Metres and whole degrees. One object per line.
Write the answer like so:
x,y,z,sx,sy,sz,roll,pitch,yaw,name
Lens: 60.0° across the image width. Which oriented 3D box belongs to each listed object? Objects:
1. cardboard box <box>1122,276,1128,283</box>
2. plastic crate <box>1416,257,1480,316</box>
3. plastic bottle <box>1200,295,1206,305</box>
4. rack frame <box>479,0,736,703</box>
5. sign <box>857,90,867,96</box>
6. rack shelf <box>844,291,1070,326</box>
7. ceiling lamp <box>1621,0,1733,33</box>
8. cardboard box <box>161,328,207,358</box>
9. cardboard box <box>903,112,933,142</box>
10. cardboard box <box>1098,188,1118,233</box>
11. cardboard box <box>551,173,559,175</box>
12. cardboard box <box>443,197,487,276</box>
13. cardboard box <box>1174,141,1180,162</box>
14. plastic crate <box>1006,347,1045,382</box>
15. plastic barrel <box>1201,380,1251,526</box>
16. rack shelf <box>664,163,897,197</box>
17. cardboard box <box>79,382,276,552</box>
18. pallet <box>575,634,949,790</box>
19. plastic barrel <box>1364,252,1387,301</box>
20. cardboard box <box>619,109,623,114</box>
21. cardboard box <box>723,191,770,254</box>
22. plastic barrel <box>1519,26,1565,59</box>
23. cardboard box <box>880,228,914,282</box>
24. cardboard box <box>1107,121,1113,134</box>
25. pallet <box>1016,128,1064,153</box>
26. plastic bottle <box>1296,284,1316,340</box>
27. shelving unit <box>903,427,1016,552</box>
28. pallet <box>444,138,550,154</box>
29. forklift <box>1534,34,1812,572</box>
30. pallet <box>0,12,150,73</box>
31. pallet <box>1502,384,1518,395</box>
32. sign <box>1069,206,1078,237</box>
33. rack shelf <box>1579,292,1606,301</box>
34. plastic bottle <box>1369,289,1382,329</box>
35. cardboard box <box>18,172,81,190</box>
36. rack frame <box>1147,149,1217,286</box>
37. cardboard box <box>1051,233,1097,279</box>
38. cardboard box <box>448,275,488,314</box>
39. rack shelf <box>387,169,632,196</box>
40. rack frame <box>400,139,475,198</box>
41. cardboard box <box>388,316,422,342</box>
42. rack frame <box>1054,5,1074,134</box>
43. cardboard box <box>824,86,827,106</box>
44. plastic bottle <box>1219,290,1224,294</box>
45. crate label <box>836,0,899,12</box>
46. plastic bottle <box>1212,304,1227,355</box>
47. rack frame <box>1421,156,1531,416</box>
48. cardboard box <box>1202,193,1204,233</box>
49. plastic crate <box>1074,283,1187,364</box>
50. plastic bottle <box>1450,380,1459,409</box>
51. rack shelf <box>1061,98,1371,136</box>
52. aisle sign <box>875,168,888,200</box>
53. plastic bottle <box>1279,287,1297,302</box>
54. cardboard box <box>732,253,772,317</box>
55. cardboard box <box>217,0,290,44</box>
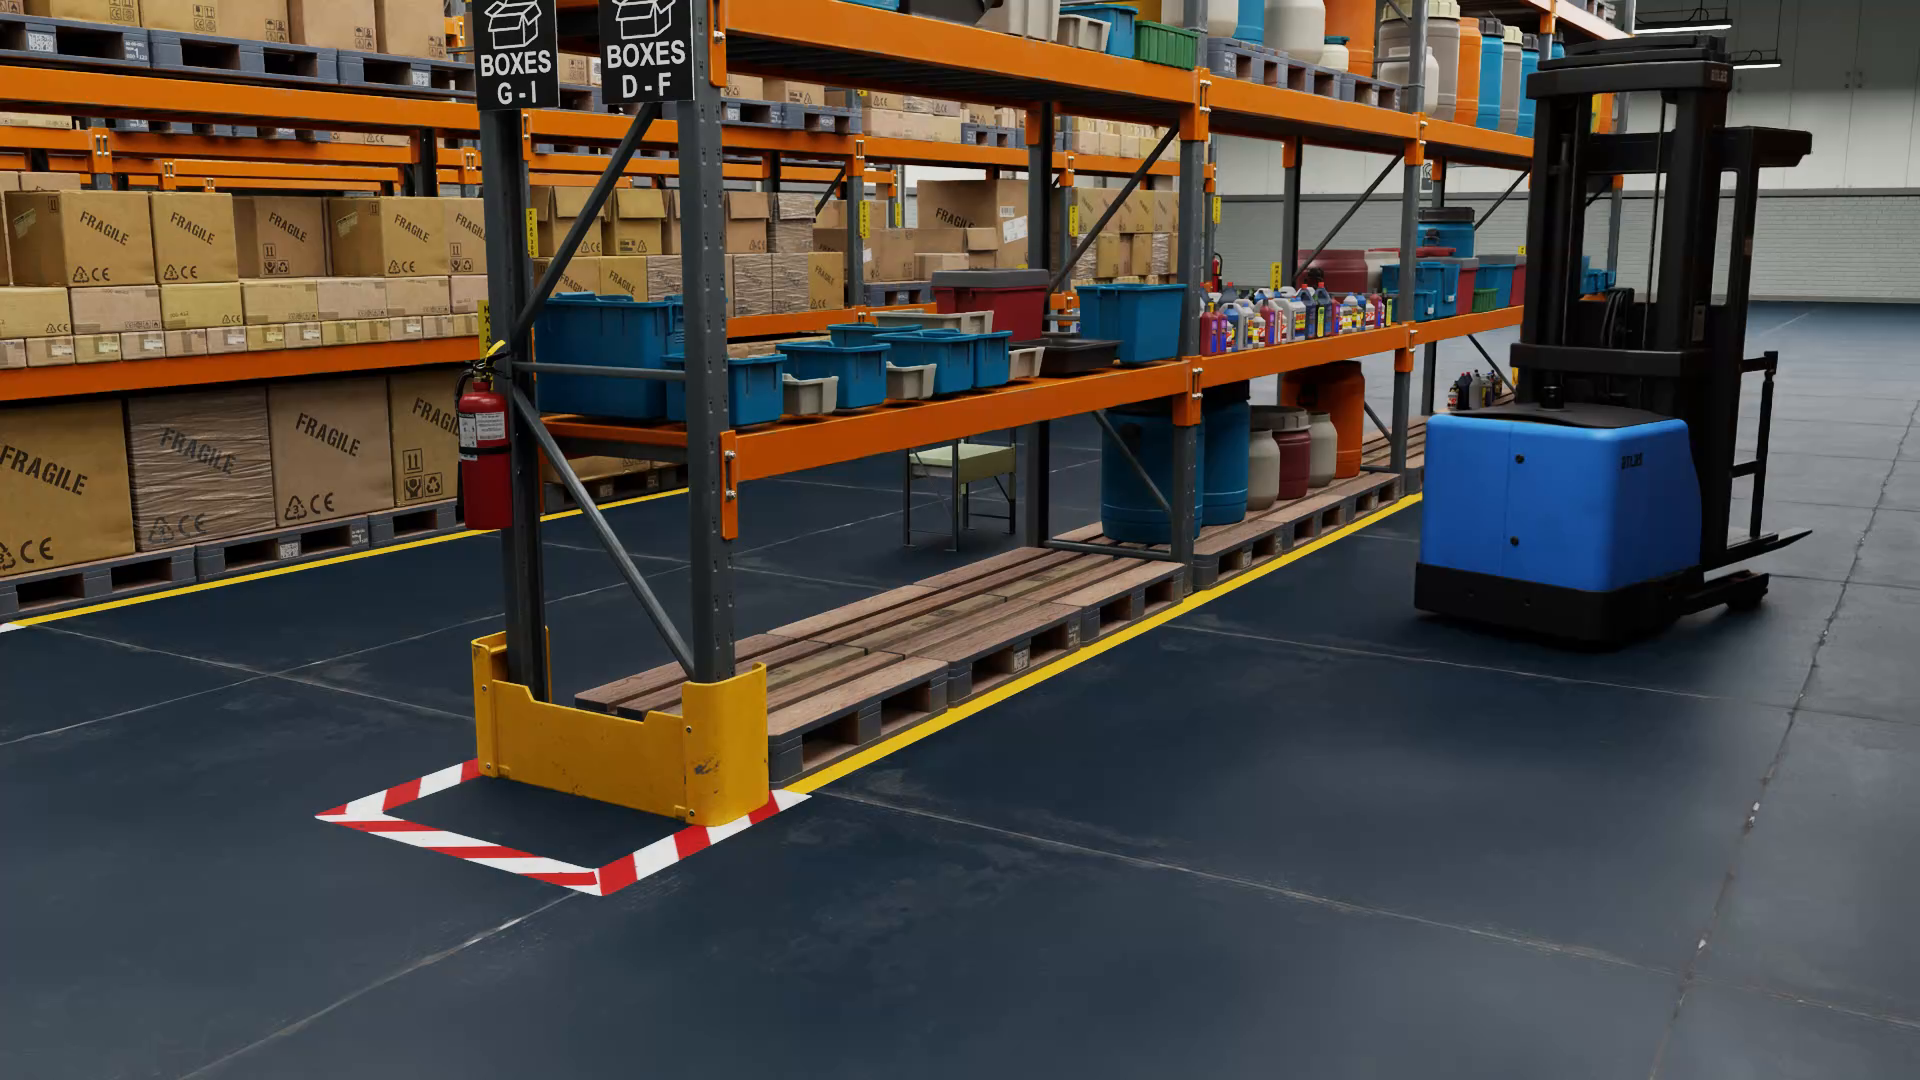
1.754,-3.022,19.544,0.380,0.149,0.250,6,12,31,cardboard box
4.014,-2.096,13.738,0.402,0.464,0.583,6,12,31,plastic crate
1.565,-1.470,10.921,0.097,0.271,0.097,0,11,0,plastic bottle
-1.240,-0.581,5.822,1.000,3.000,0.127,6,12,31,rack frame
-0.850,-4.026,14.450,0.100,0.325,0.005,6,12,31,sign
-0.281,-2.274,16.817,1.077,0.370,4.000,6,12,31,rack shelf
14.237,-11.629,32.669,2.000,3.185,0.800,6,12,31,ceiling lamp
-4.475,-1.117,9.367,0.380,0.149,0.250,6,12,30,cardboard box
-0.591,-3.844,15.504,0.500,0.250,0.500,7,13,32,cardboard box
1.466,-3.754,18.971,0.500,0.500,0.500,6,12,31,cardboard box
-6.271,-5.587,25.091,0.380,0.149,0.250,6,12,29,cardboard box
-3.407,-2.027,11.105,0.500,0.500,0.500,7,13,32,cardboard box
2.544,-4.793,20.573,0.500,0.250,0.500,6,12,31,cardboard box
0.189,-0.808,7.585,0.293,0.136,0.466,6,12,31,plastic crate
1.501,-0.581,10.380,0.600,0.901,0.708,6,12,31,plastic barrel
-2.391,-4.867,22.517,1.077,0.370,4.000,6,12,31,rack shelf
-4.737,-0.468,9.850,0.875,0.875,0.875,6,12,31,cardboard box
-0.779,0.663,6.752,1.003,0.211,1.213,6,12,31,pallet
3.265,-2.077,13.506,0.421,0.512,0.421,0,11,0,plastic barrel
-4.152,-4.821,19.146,0.500,0.311,0.500,6,12,29,cardboard box
-2.054,-2.639,13.817,0.797,0.503,0.637,7,13,32,cardboard box
5.598,-4.542,16.324,0.600,0.901,0.708,6,12,31,plastic barrel
-0.869,-2.754,16.017,0.700,0.500,0.500,9,14,39,cardboard box
1.519,-4.692,18.952,0.380,0.149,0.250,7,13,32,cardboard box
0.345,-4.237,17.708,1.213,0.211,1.003,6,12,31,pallet
2.191,-1.460,10.650,0.144,0.351,0.185,6,12,31,plastic bottle
0.003,-0.738,10.736,0.431,1.500,0.755,6,12,31,shelving unit
-5.218,-4.290,17.996,1.213,0.211,1.003,7,13,33,pallet
3.782,-1.139,8.990,3.031,2.935,1.121,-10,14,-42,forklift
-5.097,-2.603,8.711,1.003,0.211,1.213,6,12,31,pallet
6.641,-1.583,18.753,1.003,0.211,1.213,6,12,31,pallet
1.233,-3.458,18.044,0.100,0.325,0.005,6,12,31,sign
6.028,-2.430,17.650,1.077,0.370,4.000,6,12,31,rack shelf
2.948,-1.641,11.802,0.061,0.283,0.133,6,12,31,plastic bottle
-7.596,-2.760,13.665,0.500,0.500,0.500,6,12,29,cardboard box
2.834,-3.571,21.791,1.000,3.000,0.127,6,12,31,rack frame
1.043,-3.202,18.741,0.875,0.500,0.500,6,12,31,cardboard box
-3.401,-1.662,11.192,0.500,0.250,0.500,6,12,30,cardboard box
-6.674,-5.324,24.958,1.077,0.370,4.000,6,12,31,rack shelf
-5.506,-2.802,17.687,1.000,3.000,0.127,6,12,31,rack frame
-3.675,-1.360,10.662,0.380,0.149,0.250,7,12,32,cardboard box
0.757,-5.891,17.879,1.000,3.000,0.127,6,12,31,rack frame
-1.286,-4.181,15.268,0.500,0.500,0.500,7,13,32,cardboard box
1.773,-1.568,11.408,0.061,0.283,0.133,6,12,31,plastic bottle
-0.485,-2.097,6.170,0.408,0.251,0.502,6,12,31,crate label
1.461,-1.191,9.396,0.061,0.283,0.133,6,12,31,plastic bottle
4.990,-2.469,15.903,1.000,3.000,0.127,6,12,31,rack frame
1.923,-3.668,20.276,1.023,1.149,2.860,6,12,31,cardboard box
0.886,-1.126,8.612,0.392,0.384,0.575,6,12,31,plastic crate
4.958,-1.457,16.685,0.061,0.283,0.133,7,13,34,plastic bottle
1.875,-2.716,10.640,0.831,0.071,3.687,6,12,31,rack shelf
-1.060,-5.321,24.074,0.394,0.787,0.004,6,12,31,aisle sign
2.412,-1.741,12.356,0.152,0.276,0.135,6,12,31,plastic bottle
-1.895,-2.101,13.667,0.500,0.500,0.500,6,12,29,cardboard box
-4.427,-3.181,9.873,0.700,0.500,0.500,7,13,33,cardboard box
